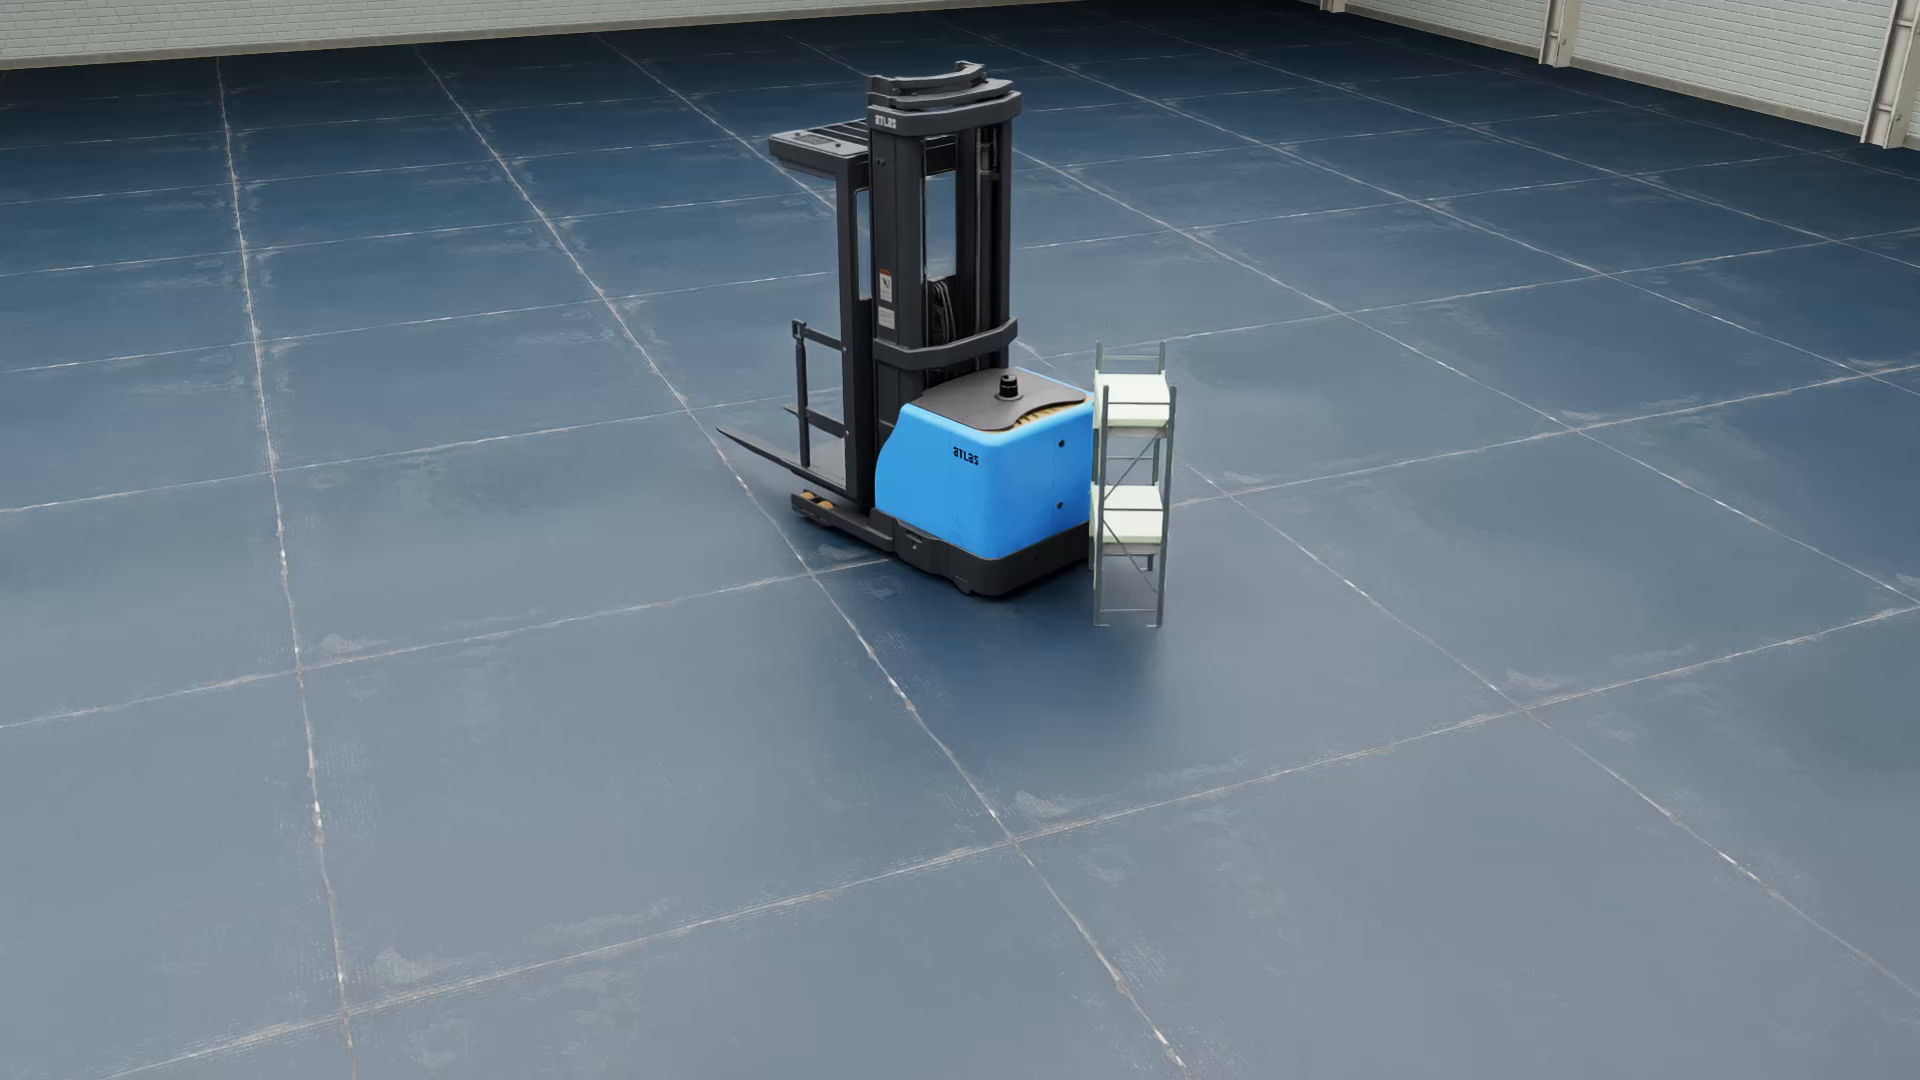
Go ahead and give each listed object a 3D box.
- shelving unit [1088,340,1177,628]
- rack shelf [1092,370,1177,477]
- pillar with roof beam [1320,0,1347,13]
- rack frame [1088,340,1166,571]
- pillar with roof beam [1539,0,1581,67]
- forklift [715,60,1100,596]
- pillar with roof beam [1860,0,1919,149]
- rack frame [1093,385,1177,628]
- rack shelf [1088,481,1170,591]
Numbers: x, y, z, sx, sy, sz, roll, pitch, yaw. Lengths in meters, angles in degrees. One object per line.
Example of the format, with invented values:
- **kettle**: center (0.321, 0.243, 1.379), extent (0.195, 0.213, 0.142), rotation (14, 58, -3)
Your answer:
- **shelving unit**: center (0.990, -0.327, 9.710), extent (0.431, 1.500, 0.755), rotation (1, 26, 1)
- **rack shelf**: center (0.990, -0.677, 9.539), extent (0.431, 0.370, 0.720), rotation (1, 26, 1)
- **pillar with roof beam**: center (2.963, -13.139, 27.404), extent (9.100, 9.000, 0.400), rotation (-11, 28, -21)
- **rack frame**: center (1.000, -0.487, 10.039), extent (0.400, 1.500, 0.023), rotation (1, 26, 1)
- **pillar with roof beam**: center (5.313, -10.717, 22.443), extent (9.100, 9.000, 0.400), rotation (-11, 28, -21)
- **forklift**: center (-0.472, -1.542, 10.568), extent (1.130, 2.935, 3.031), rotation (-22, 34, -38)
- **pillar with roof beam**: center (7.662, -8.295, 17.482), extent (9.100, 9.000, 0.400), rotation (-11, 28, -21)
- **rack frame**: center (0.979, -0.166, 9.381), extent (0.400, 1.500, 0.023), rotation (1, 26, 1)
- **rack shelf**: center (0.990, -0.034, 9.853), extent (0.431, 0.370, 0.720), rotation (1, 26, 1)
